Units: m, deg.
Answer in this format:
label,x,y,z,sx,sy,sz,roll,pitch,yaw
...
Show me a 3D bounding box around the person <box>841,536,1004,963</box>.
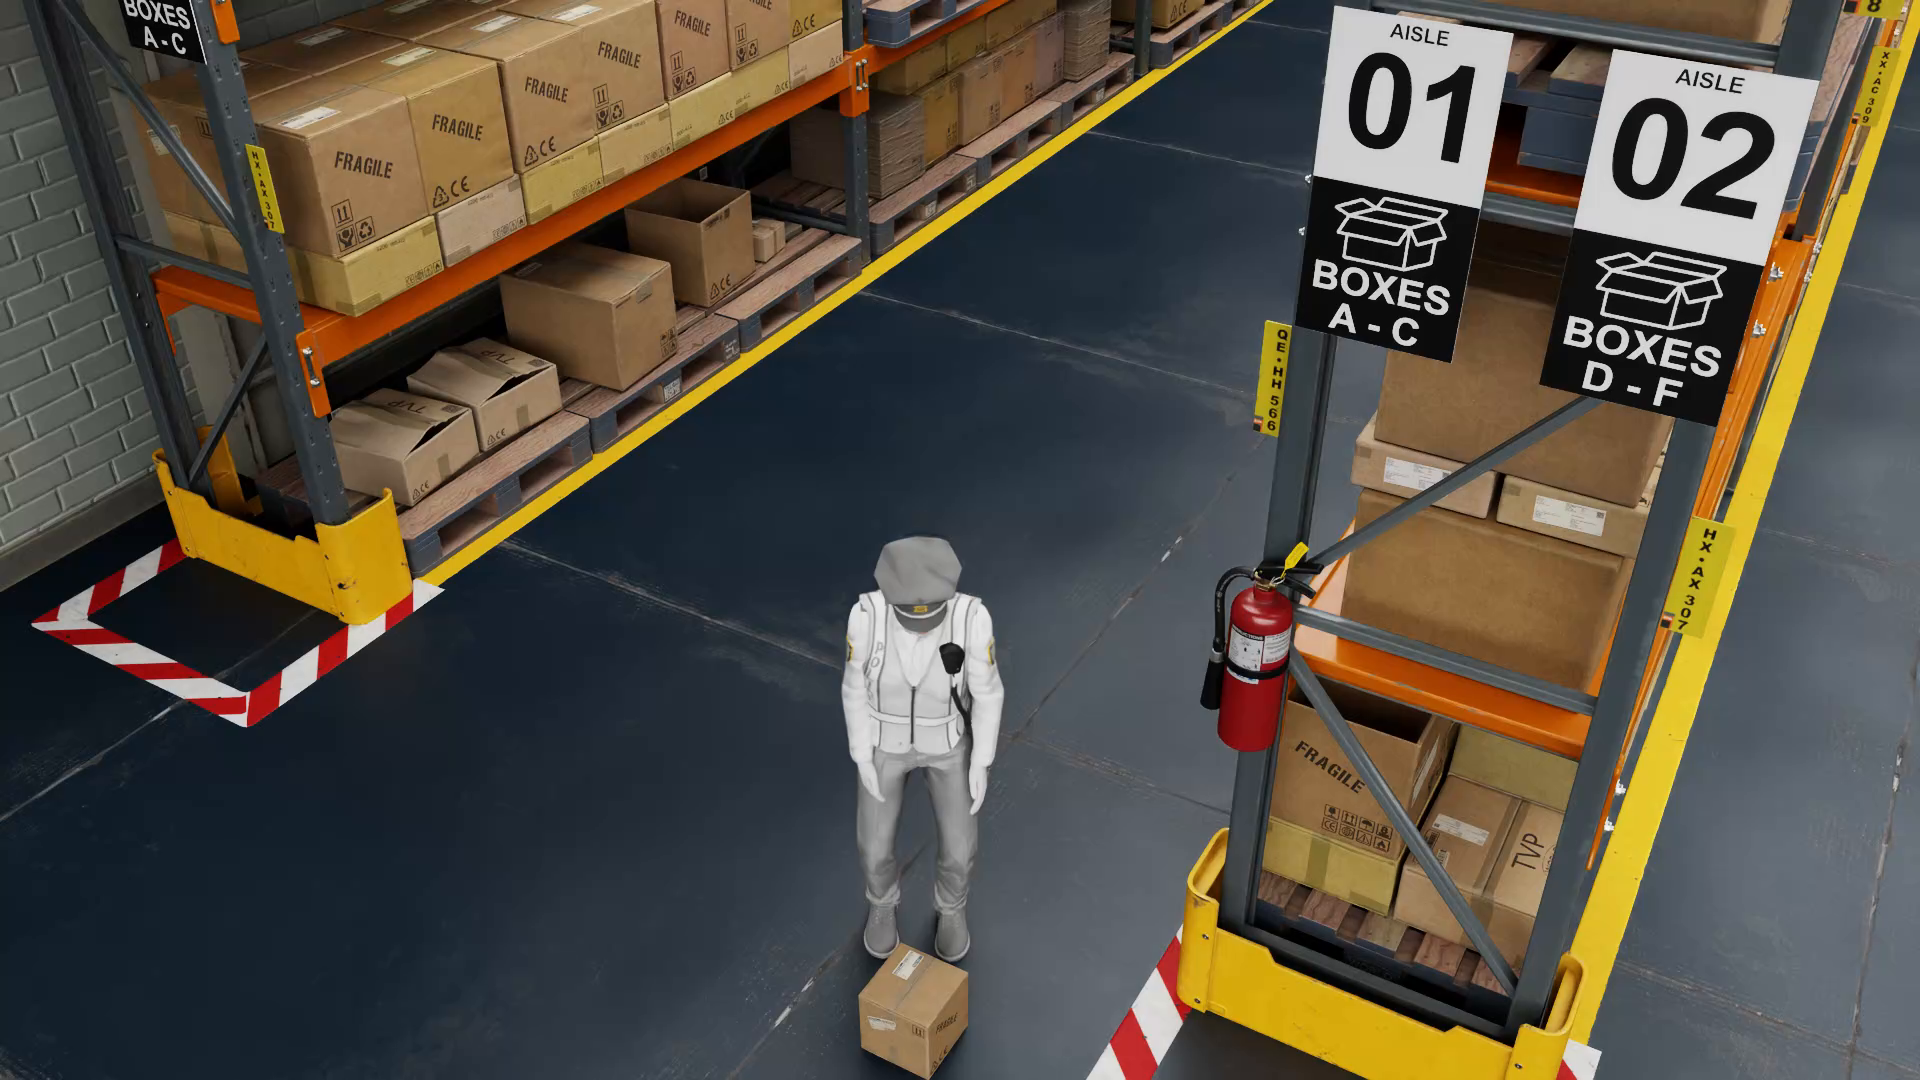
label,x,y,z,sx,sy,sz,roll,pitch,yaw
person,-0.116,0.666,5.212,0.500,1.626,0.446,1,34,2
